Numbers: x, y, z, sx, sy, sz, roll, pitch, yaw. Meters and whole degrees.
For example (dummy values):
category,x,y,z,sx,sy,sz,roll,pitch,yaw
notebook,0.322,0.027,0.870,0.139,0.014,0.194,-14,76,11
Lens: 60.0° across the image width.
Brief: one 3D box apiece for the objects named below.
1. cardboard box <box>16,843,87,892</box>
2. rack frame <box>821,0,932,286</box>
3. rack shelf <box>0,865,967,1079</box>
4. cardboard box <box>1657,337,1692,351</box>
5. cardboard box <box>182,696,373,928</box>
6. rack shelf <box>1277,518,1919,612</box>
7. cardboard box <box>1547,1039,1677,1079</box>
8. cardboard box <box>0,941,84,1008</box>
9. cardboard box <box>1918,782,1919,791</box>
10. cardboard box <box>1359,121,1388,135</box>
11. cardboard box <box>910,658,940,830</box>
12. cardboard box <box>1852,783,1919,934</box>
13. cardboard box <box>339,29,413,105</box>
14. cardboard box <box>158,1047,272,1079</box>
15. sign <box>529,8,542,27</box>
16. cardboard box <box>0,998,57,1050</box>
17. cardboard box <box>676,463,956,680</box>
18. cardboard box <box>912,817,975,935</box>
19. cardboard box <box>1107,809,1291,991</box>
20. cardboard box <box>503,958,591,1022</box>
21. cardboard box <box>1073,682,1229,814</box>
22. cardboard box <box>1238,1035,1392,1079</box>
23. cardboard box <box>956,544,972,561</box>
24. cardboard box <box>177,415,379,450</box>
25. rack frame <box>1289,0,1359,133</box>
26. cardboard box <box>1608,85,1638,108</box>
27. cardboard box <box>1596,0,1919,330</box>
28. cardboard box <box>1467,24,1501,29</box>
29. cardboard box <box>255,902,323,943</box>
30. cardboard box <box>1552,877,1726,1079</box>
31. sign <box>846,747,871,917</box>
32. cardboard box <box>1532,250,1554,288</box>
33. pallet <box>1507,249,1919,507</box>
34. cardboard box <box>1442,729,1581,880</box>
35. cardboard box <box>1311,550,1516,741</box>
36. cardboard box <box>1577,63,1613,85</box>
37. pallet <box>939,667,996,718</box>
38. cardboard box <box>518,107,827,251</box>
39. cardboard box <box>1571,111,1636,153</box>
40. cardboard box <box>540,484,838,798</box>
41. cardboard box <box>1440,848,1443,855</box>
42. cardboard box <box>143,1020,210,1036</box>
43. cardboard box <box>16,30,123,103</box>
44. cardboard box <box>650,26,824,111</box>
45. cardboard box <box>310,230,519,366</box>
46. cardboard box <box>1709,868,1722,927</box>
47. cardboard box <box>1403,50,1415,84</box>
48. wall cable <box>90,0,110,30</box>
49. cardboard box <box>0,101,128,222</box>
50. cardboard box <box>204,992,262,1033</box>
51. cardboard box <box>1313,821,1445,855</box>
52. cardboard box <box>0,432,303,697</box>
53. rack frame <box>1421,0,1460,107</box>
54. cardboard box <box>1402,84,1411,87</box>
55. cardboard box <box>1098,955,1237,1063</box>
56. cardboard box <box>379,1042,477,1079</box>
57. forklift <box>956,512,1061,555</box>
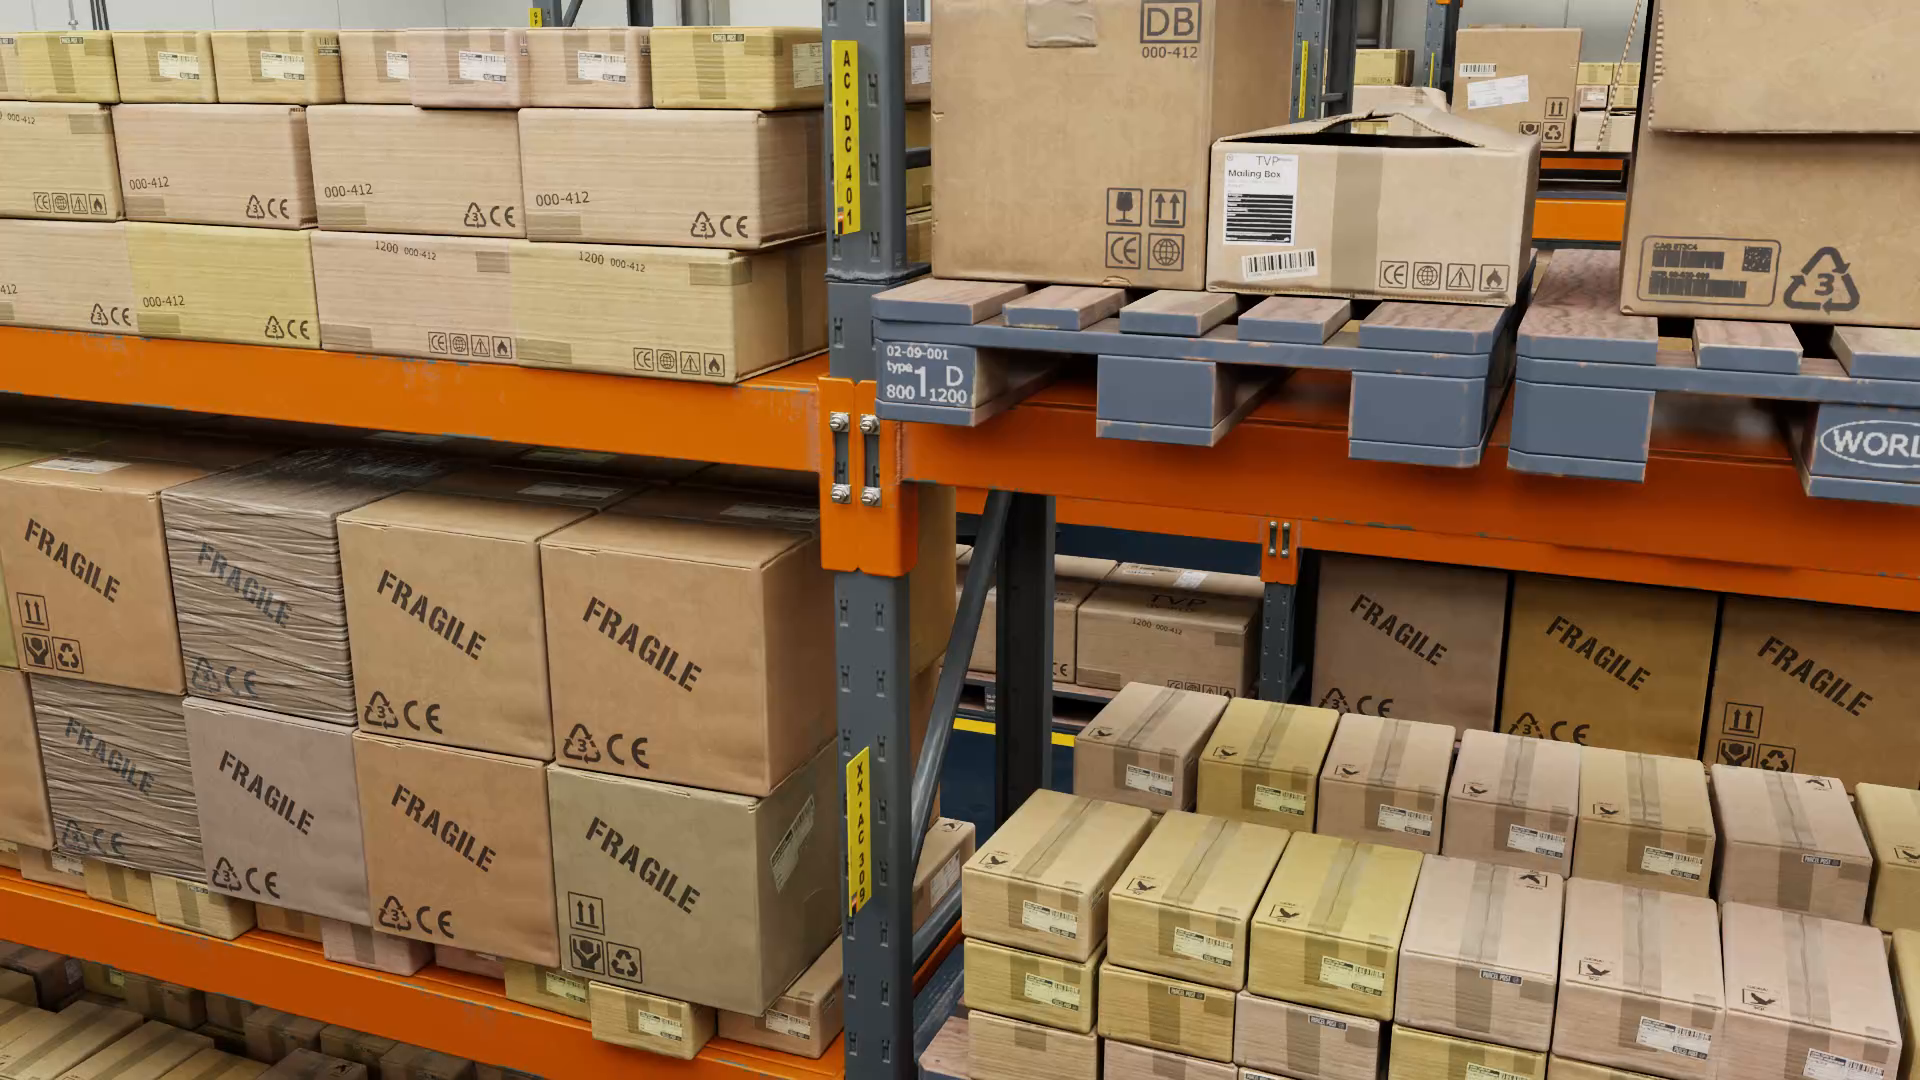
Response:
category,x,y,z,sx,sy,sz,roll,pitch,yaw
cardboard box,-2.308,0.791,4.519,0.250,0.149,0.380,6,17,20
rack frame,-0.005,-2.034,3.039,0.127,3.000,1.000,6,17,21
rack shelf,-1.865,0.988,4.680,4.000,0.370,1.077,6,17,21
cardboard box,2.971,-0.759,7.434,0.500,0.500,0.500,6,17,19
cardboard box,-1.503,0.575,4.098,0.500,0.500,0.500,6,17,20
rack shelf,3.578,0.103,7.728,4.000,0.370,1.077,6,17,21
cardboard box,1.169,0.889,2.896,0.250,0.149,0.380,7,18,23
cardboard box,-2.927,1.349,5.441,0.250,0.149,0.380,7,17,22
cardboard box,4.827,0.689,7.479,0.875,0.875,0.875,6,17,20
cardboard box,3.093,-3.015,12.248,0.250,0.149,0.380,6,17,20
cardboard box,-0.373,0.540,4.219,0.500,0.500,0.500,6,17,20
cardboard box,1.904,0.632,3.248,0.250,0.149,0.380,6,17,20
cardboard box,-1.089,-1.010,3.549,0.250,0.149,0.380,7,18,23
cardboard box,-2.131,1.591,4.606,0.250,0.149,0.380,7,17,21
sign,-2.213,-2.611,8.698,0.005,0.325,0.100,6,17,21
cardboard box,-2.875,1.517,4.860,0.250,0.149,0.380,6,17,20
cardboard box,-0.335,0.067,4.057,0.500,0.500,0.500,7,17,22
cardboard box,-0.148,0.854,4.302,0.250,0.149,0.380,7,18,23
cardboard box,0.455,0.667,3.126,0.250,0.149,0.380,7,18,22
cardboard box,-0.862,0.958,3.943,0.250,0.149,0.380,7,18,23
cardboard box,0.440,0.471,3.802,0.250,0.149,0.380,7,18,23
cardboard box,0.684,0.979,3.118,0.250,0.149,0.380,6,17,21
cardboard box,-0.498,0.306,9.583,0.875,0.438,0.875,7,18,22
cardboard box,-1.757,-0.095,4.613,0.500,0.500,0.500,6,17,19
rack frame,1.718,-3.328,7.497,0.127,3.000,1.000,6,17,21
cardboard box,4.619,-3.067,11.495,0.250,0.149,0.380,6,17,20
cardboard box,1.384,-0.653,2.722,0.637,0.503,0.797,6,17,20
cardboard box,3.688,-3.525,11.796,0.258,0.266,0.396,6,17,20
cardboard box,-1.574,0.866,4.262,0.250,0.149,0.380,6,17,20
cardboard box,1.162,0.746,2.854,0.250,0.149,0.380,6,17,20
sign,-0.197,0.573,3.267,0.005,0.325,0.100,6,17,21
cardboard box,4.385,-1.824,12.143,0.500,0.500,0.700,6,17,21
pallet,1.497,-0.307,2.808,1.003,0.211,1.213,6,17,21
cardboard box,1.175,0.552,3.523,0.250,0.149,0.380,6,17,20
cardboard box,2.324,0.414,8.424,0.875,0.875,0.875,7,18,22
cardboard box,4.396,-3.238,11.550,0.250,0.149,0.380,6,17,20
pallet,-0.100,0.670,9.488,1.213,0.211,1.003,6,17,21
cardboard box,-0.527,-0.743,3.344,0.500,0.250,0.500,5,17,18
cardboard box,2.766,-1.757,7.130,0.250,0.166,0.380,5,17,17
cardboard box,-0.541,0.198,3.604,0.500,0.500,0.500,6,17,19
cardboard box,1.144,0.834,3.619,0.250,0.149,0.380,5,17,18
cardboard box,-2.434,1.549,5.283,0.250,0.149,0.380,6,17,20
cardboard box,-1.852,-1.060,3.722,0.250,0.149,0.380,6,17,20
cardboard box,-0.396,-0.914,3.218,0.250,0.149,0.380,5,17,18
cardboard box,-1.020,-0.556,3.596,0.500,0.250,0.500,6,17,20
cardboard box,1.666,0.747,3.385,0.250,0.149,0.380,6,17,21
cardboard box,3.179,-3.610,12.689,0.500,0.250,0.500,6,17,20
wall cable,-6.063,-5.177,13.800,0.133,3.039,2.988,6,17,21
cardboard box,-1.990,-0.899,3.882,0.500,0.250,0.500,6,17,19
cardboard box,-2.152,1.398,5.270,0.250,0.149,0.380,7,18,23
cardboard box,0.913,0.666,3.665,0.250,0.149,0.380,7,18,23
cardboard box,-1.983,0.042,4.143,0.500,0.500,0.500,6,17,19
rack frame,3.535,-4.616,11.932,0.127,3.000,1.000,6,17,21
cardboard box,3.169,-3.372,12.762,0.500,0.250,0.500,6,17,19
cardboard box,0.435,0.809,3.171,0.250,0.149,0.380,6,17,20
cardboard box,-1.478,1.509,4.889,0.250,0.149,0.380,6,17,18
forklift,0.079,-1.235,11.171,1.130,2.935,3.031,-2,16,-7
